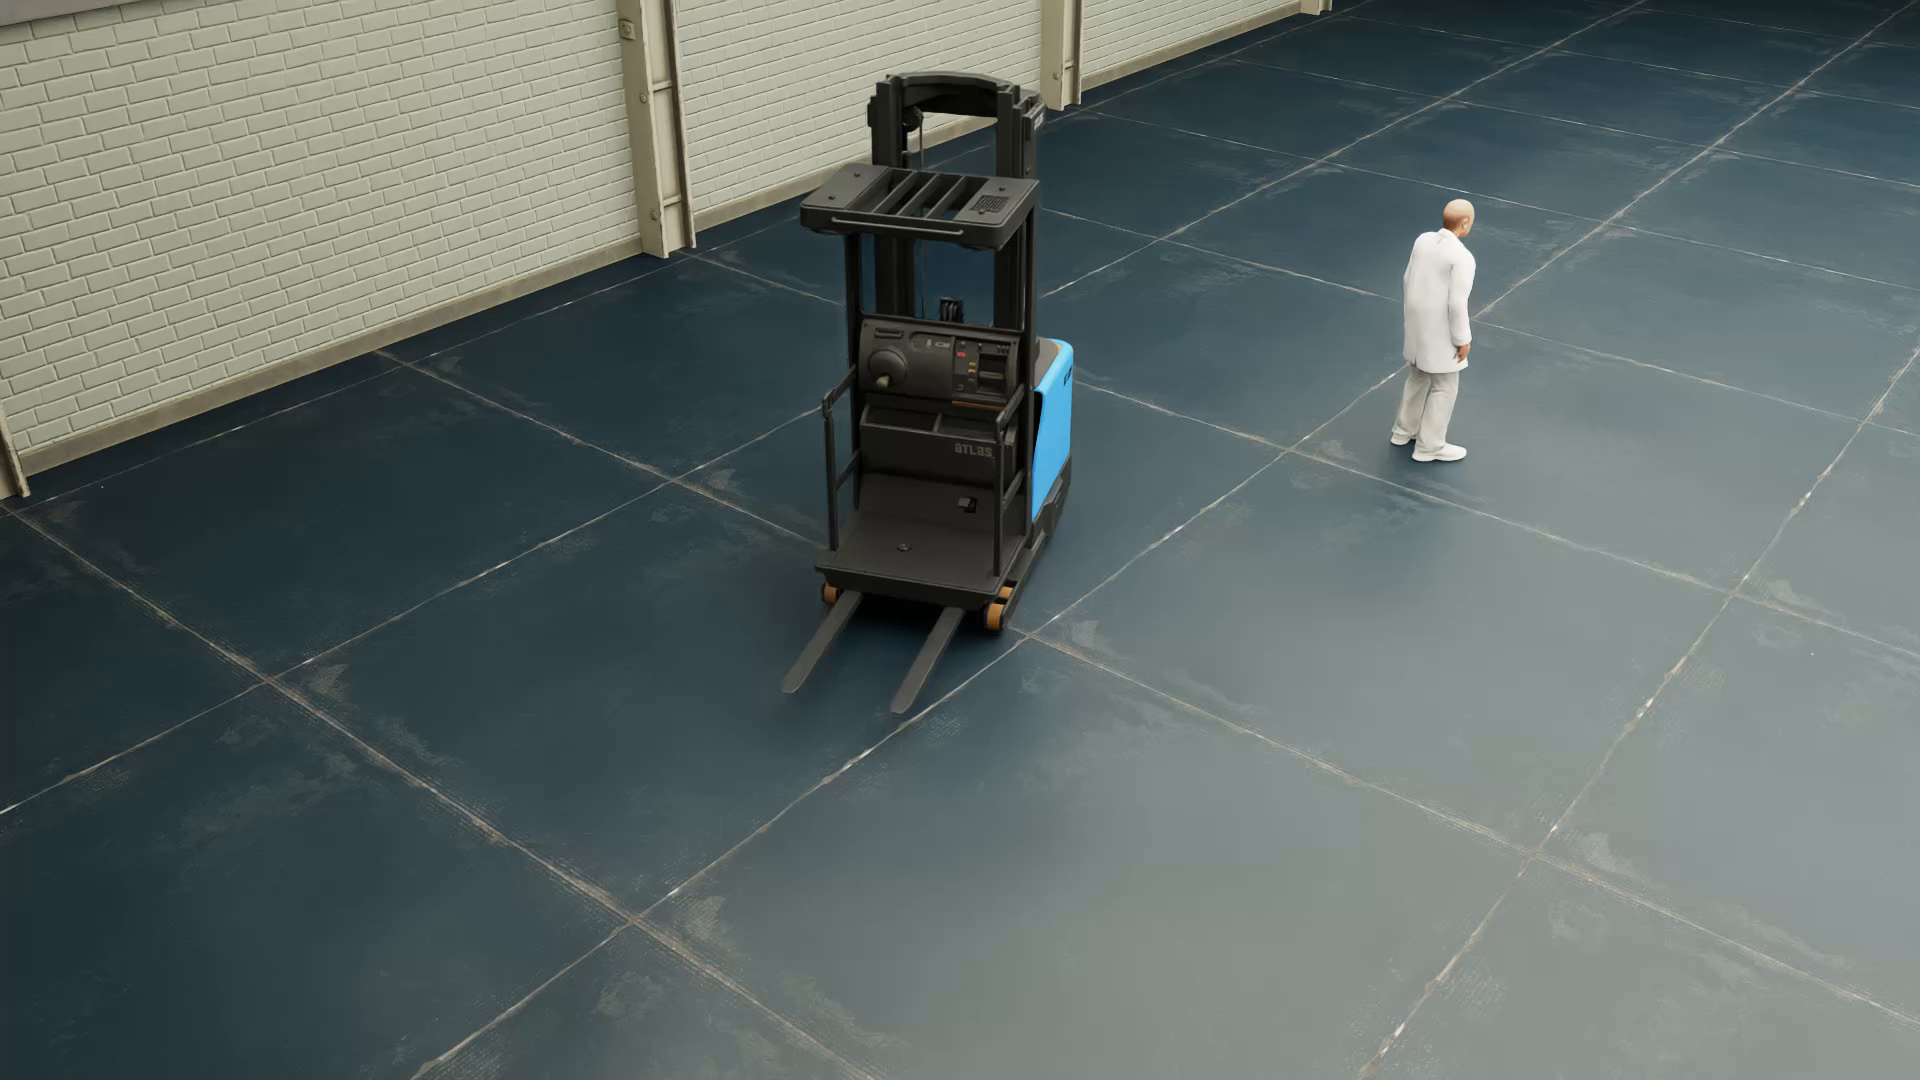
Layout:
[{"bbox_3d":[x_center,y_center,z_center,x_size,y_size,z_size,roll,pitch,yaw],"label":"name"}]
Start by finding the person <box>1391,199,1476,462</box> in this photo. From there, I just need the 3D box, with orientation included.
[{"bbox_3d":[3.203,-1.415,11.166,0.433,1.773,0.643,-12,32,-19],"label":"person"}]

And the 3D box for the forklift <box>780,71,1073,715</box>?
[{"bbox_3d":[-0.183,-0.960,9.237,1.130,2.935,3.031,9,31,14],"label":"forklift"}]
